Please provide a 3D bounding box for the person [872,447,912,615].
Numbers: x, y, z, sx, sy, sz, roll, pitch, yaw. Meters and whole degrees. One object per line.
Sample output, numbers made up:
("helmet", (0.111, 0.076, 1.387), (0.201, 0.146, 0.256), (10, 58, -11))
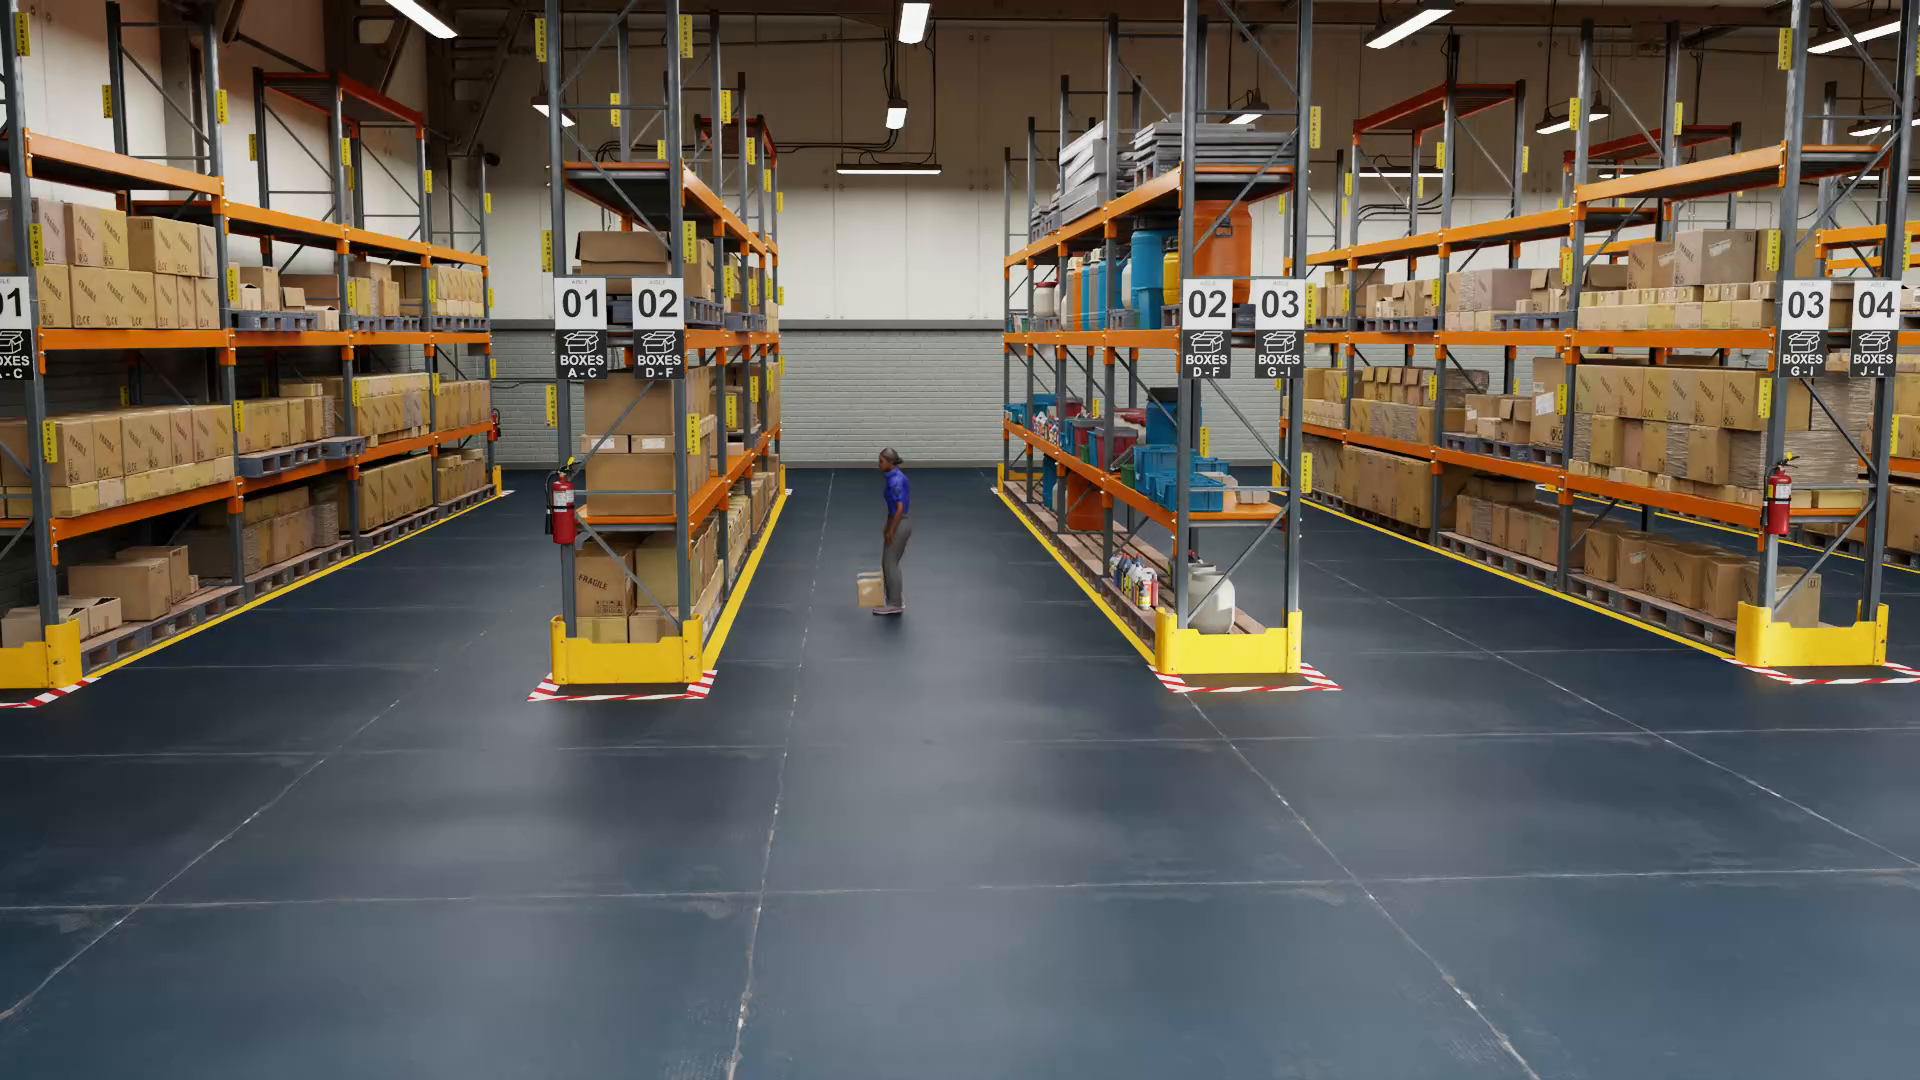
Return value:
("person", (-0.685, -0.100, 16.582), (0.399, 1.656, 0.502), (-1, 7, -6))
